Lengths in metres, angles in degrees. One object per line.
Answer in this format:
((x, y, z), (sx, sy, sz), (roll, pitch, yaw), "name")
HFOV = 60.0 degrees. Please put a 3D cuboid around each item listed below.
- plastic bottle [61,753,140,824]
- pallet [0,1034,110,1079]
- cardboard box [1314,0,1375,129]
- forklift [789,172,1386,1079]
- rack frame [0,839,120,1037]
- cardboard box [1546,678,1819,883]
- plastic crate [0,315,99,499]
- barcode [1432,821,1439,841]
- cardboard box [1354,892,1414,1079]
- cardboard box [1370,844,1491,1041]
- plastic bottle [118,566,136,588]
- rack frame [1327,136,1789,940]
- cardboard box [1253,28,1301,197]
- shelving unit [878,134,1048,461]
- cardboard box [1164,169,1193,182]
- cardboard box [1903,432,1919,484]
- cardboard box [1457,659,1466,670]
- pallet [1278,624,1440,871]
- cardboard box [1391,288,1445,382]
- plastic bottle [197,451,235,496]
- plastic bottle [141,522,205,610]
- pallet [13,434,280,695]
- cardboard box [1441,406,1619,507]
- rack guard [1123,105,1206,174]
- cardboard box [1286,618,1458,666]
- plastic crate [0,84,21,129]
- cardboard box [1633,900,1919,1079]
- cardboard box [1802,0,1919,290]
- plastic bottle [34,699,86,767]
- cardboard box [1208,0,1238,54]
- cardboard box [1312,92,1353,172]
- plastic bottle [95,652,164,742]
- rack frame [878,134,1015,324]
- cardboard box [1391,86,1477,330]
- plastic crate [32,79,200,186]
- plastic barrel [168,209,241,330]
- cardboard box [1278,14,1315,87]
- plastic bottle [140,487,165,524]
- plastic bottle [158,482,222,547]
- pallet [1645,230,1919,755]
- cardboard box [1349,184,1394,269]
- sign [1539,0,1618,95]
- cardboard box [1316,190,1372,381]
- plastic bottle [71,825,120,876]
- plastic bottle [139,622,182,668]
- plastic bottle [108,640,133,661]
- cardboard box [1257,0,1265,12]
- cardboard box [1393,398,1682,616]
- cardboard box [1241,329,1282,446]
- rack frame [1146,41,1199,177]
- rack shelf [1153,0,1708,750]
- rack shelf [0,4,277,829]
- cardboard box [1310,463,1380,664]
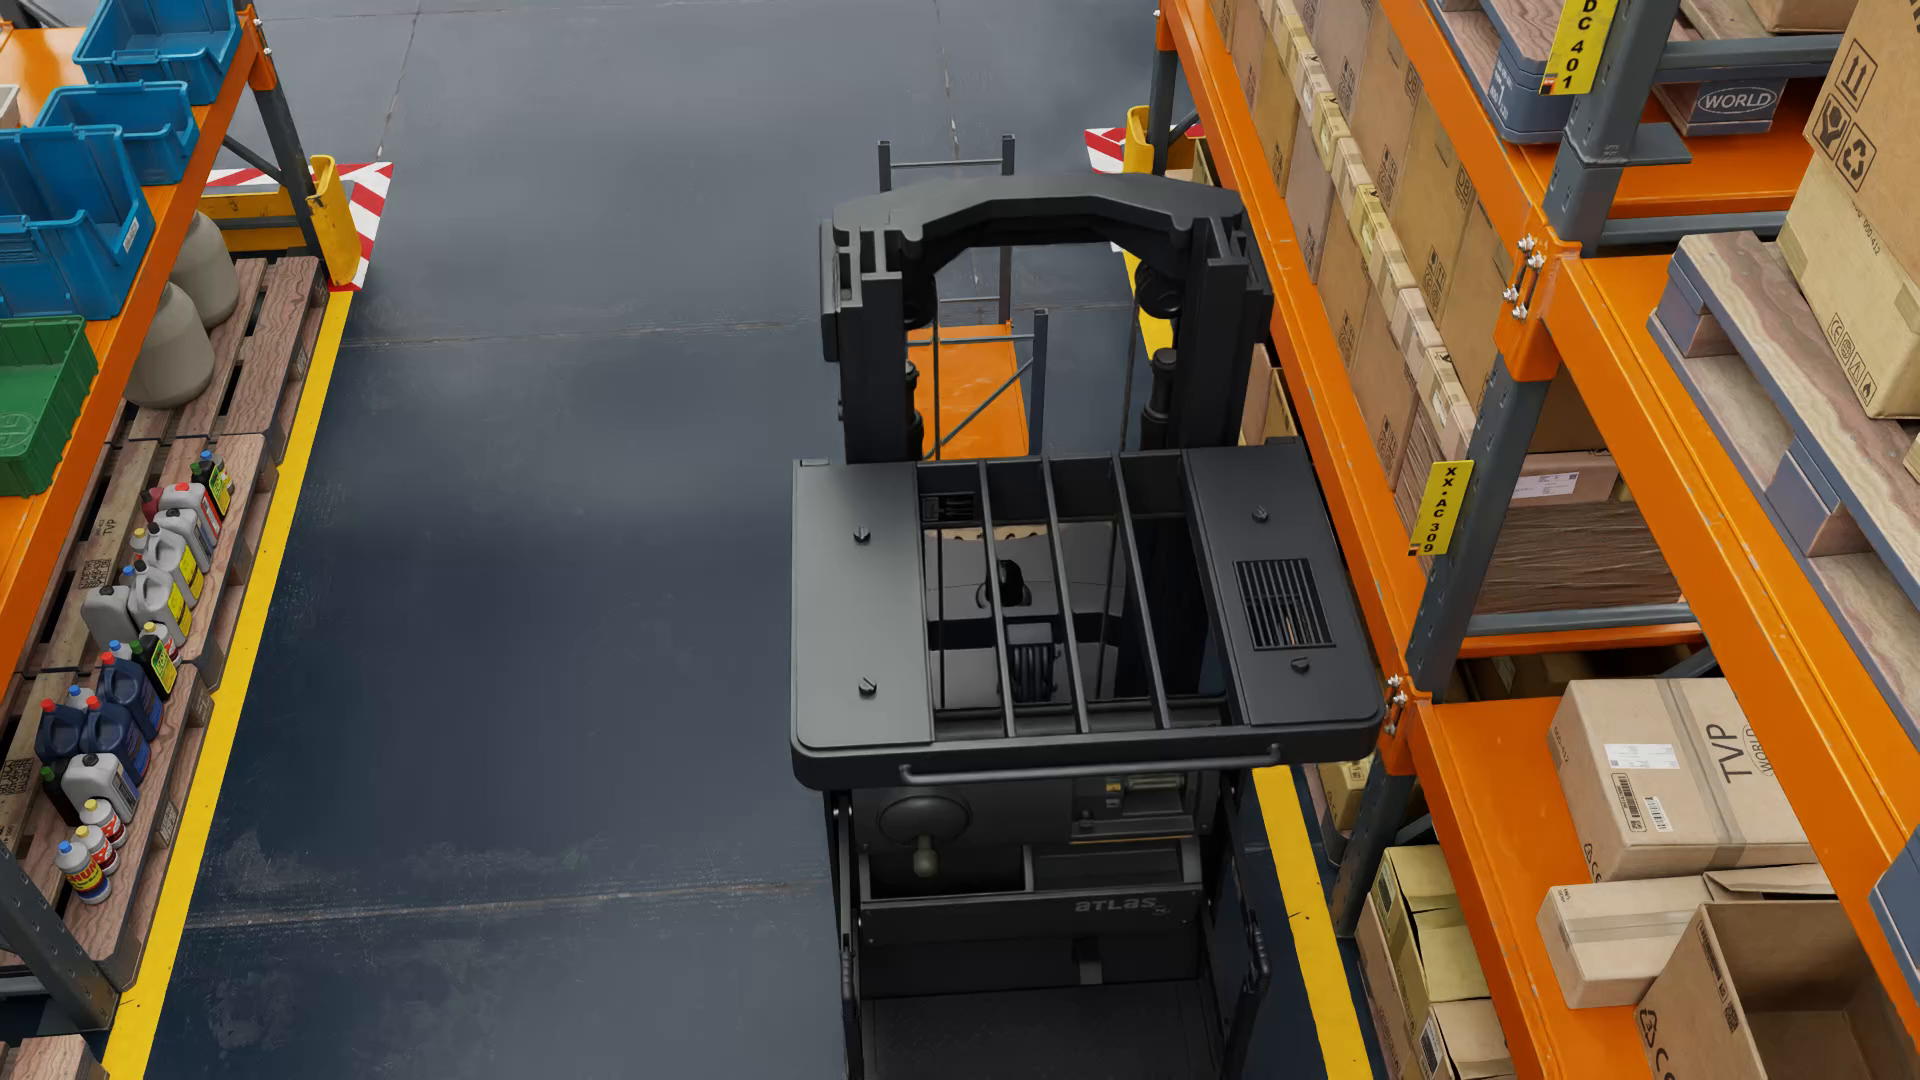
((-2.844, 0.809, 5.491), (0.152, 0.276, 0.135), (-2, 47, -2), "plastic bottle")
((-3.095, 2.038, 4.675), (1.003, 0.211, 1.213), (-3, 47, -3), "pallet")
((1.567, -1.676, 5.309), (0.700, 0.500, 0.500), (-3, 47, -3), "cardboard box")
((0.208, 0.732, 4.038), (1.130, 2.935, 3.031), (-3, 47, -3), "forklift")
((-3.199, 0.513, 4.198), (1.000, 3.000, 0.127), (-3, 47, -3), "rack frame")
((1.822, 0.620, 4.200), (0.500, 0.250, 0.500), (-1, 47, -1), "cardboard box")
((-3.032, -0.413, 5.222), (0.450, 0.188, 0.662), (-3, 47, -3), "plastic crate")
((1.343, 0.803, 4.681), (0.001, 0.075, 0.075), (-3, 47, -3), "barcode")
((1.524, 1.323, 5.036), (0.500, 0.250, 0.500), (-5, 47, -4), "cardboard box")
((1.523, 1.137, 4.826), (0.500, 0.311, 0.500), (-3, 47, -3), "cardboard box")
((-3.037, 0.175, 6.143), (0.097, 0.201, 0.097), (0, 47, 0), "plastic bottle")
((1.737, 0.215, 4.481), (1.000, 3.000, 0.127), (-3, 47, -3), "rack frame")
((1.513, -1.636, 6.165), (0.700, 0.500, 0.500), (-3, 47, -3), "cardboard box")
((-0.006, -0.571, 6.258), (0.587, 1.500, 1.083), (-3, 47, -3), "shelving unit")
((1.225, -1.477, 7.687), (0.500, 0.250, 0.500), (-3, 47, -3), "cardboard box")
((1.828, -0.066, 2.495), (0.500, 0.250, 0.500), (-8, 47, -7), "cardboard box")
((1.963, 0.300, 6.005), (0.500, 0.250, 0.500), (-3, 47, -3), "cardboard box")
((1.712, 0.595, 6.041), (1.003, 0.211, 1.213), (-3, 47, -3), "pallet")
((1.458, -0.595, 4.732), (0.380, 0.149, 0.250), (-5, 47, -4), "cardboard box")
((-2.944, -0.268, 6.562), (0.097, 0.201, 0.097), (0, 47, 0), "plastic bottle")
((-2.920, 0.085, 6.125), (0.144, 0.351, 0.185), (-2, 47, -2), "plastic bottle")
((-3.319, 0.099, 6.511), (1.003, 0.211, 1.213), (-3, 47, -3), "pallet")
((1.501, -0.227, 4.383), (0.380, 0.149, 0.250), (-4, 47, -3), "cardboard box")
((1.400, -1.837, 8.146), (1.175, 0.500, 0.348), (-3, 47, -3), "rack guard")
((1.448, 0.331, 5.975), (0.500, 0.250, 0.500), (-3, 47, -3), "cardboard box")
((-3.780, -1.623, 6.403), (0.298, 0.136, 0.250), (-3, 47, -3), "plastic crate")
((1.829, 1.118, 3.556), (0.500, 0.500, 0.500), (0, 47, 0), "cardboard box")
((1.749, -0.719, 2.597), (0.500, 0.500, 0.500), (-3, 47, -3), "cardboard box")
((-2.997, 0.672, 5.569), (0.144, 0.351, 0.185), (-3, 47, -3), "plastic bottle")
((1.428, -2.375, 6.865), (0.700, 0.500, 0.500), (-3, 47, -3), "cardboard box")
((1.371, -1.337, 5.435), (0.380, 0.149, 0.250), (-2, 47, -2), "cardboard box")
((-2.869, 0.527, 5.707), (0.144, 0.351, 0.185), (-5, 47, -5), "plastic bottle")
((-0.050, -0.945, 6.612), (0.500, 1.500, 0.032), (-3, 47, -3), "rack frame")
((1.650, -0.952, 4.623), (0.700, 0.500, 0.500), (-4, 47, -3), "cardboard box")
((-3.145, -1.516, 6.222), (0.499, 0.251, 0.408), (-3, 47, -3), "plastic crate")
((-3.403, -1.199, 7.243), (0.421, 0.512, 0.421), (0, 47, 0), "plastic barrel")
((1.330, -1.708, 5.786), (0.380, 0.149, 0.250), (-4, 47, -4), "cardboard box")
((-3.056, -0.105, 6.352), (0.061, 0.283, 0.133), (-3, 47, -3), "plastic bottle")
((-2.950, -0.110, 6.361), (0.152, 0.276, 0.135), (-3, 47, -3), "plastic bottle")
((1.824, -0.114, 2.858), (0.805, 0.209, 1.217), (-5, 47, -5), "pallet")
((1.417, -0.963, 5.080), (0.380, 0.149, 0.250), (-4, 47, -3), "cardboard box")
((1.184, -0.987, 3.142), (0.100, 0.325, 0.005), (-3, 47, -3), "sign")
((1.605, -0.885, 5.453), (0.700, 0.500, 0.500), (-3, 47, -3), "cardboard box")
((-2.798, 0.993, 5.368), (0.097, 0.201, 0.097), (0, 47, 0), "plastic bottle")
((-2.870, 0.372, 5.956), (0.097, 0.201, 0.097), (0, 47, 0), "plastic bottle")
((-2.919, 0.450, 5.834), (0.097, 0.271, 0.097), (0, 47, 0), "plastic bottle")
((1.284, -2.086, 6.144), (0.380, 0.149, 0.250), (-4, 47, -4), "cardboard box")
((1.694, -0.140, 4.748), (0.700, 0.500, 0.500), (-5, 47, -4), "cardboard box")
((1.348, -0.649, 6.387), (0.500, 0.500, 0.500), (-3, 47, -3), "cardboard box")
((1.402, -2.679, 7.222), (1.000, 3.000, 0.127), (-3, 47, -3), "rack frame")
((1.570, -0.985, 6.112), (1.077, 0.370, 4.000), (-3, 47, -3), "rack shelf")
((-3.367, -0.687, 5.830), (1.077, 0.370, 4.000), (-3, 47, -3), "rack shelf")
((1.450, 0.073, 5.703), (0.500, 0.500, 0.500), (-3, 47, -3), "cardboard box")
